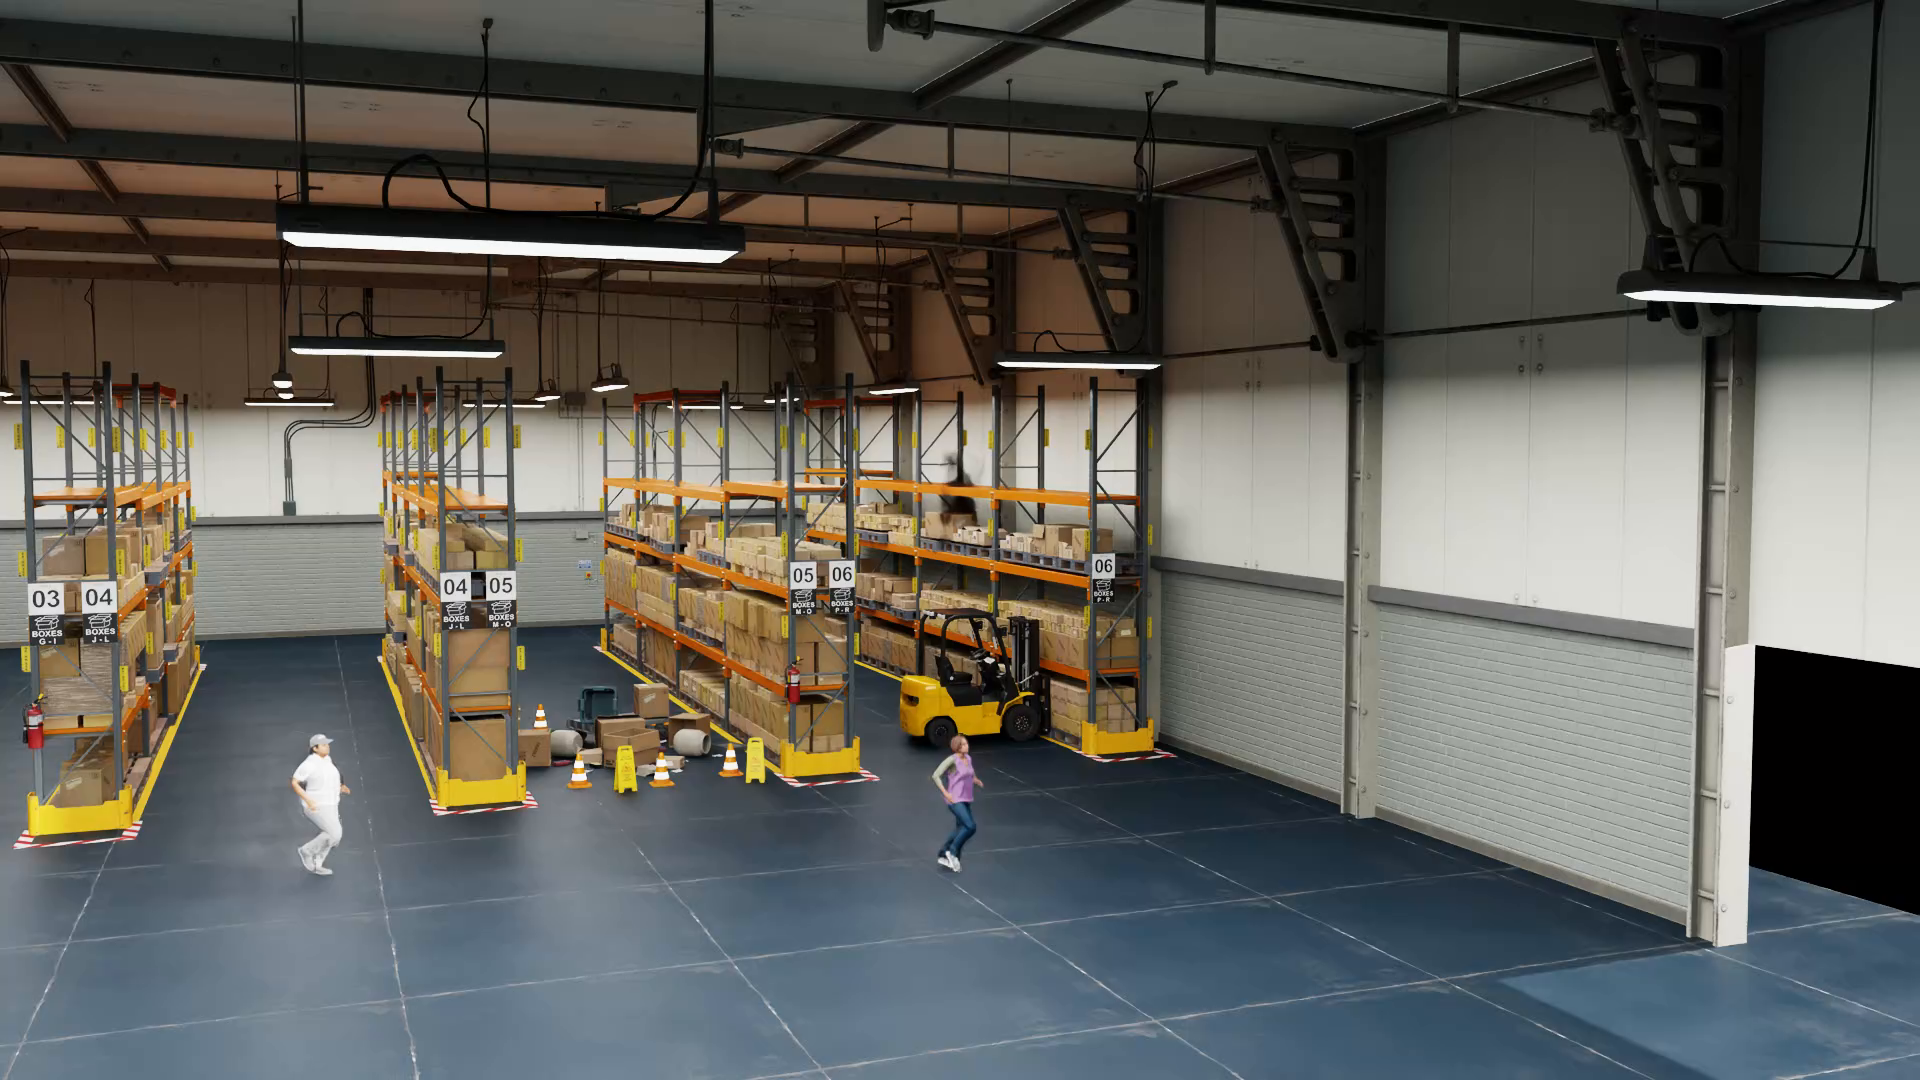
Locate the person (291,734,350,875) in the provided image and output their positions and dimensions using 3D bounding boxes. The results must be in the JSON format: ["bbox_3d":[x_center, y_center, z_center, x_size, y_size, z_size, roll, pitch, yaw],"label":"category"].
[{"bbox_3d":[-7.288,3.041,19.093,0.535,1.625,0.599,0,3,6],"label":"person"}]

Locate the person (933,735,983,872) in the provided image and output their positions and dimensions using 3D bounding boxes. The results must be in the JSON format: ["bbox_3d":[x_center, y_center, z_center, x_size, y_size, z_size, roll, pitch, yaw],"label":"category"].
[{"bbox_3d":[0.000,3.043,19.266,0.550,1.577,0.593,2,4,33],"label":"person"}]

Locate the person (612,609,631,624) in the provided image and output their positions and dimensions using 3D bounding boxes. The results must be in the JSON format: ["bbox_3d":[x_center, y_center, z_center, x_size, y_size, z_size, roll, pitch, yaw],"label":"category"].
[{"bbox_3d":[-8.259,1.652,40.943,0.688,1.749,0.701,0,3,2],"label":"person"}]
